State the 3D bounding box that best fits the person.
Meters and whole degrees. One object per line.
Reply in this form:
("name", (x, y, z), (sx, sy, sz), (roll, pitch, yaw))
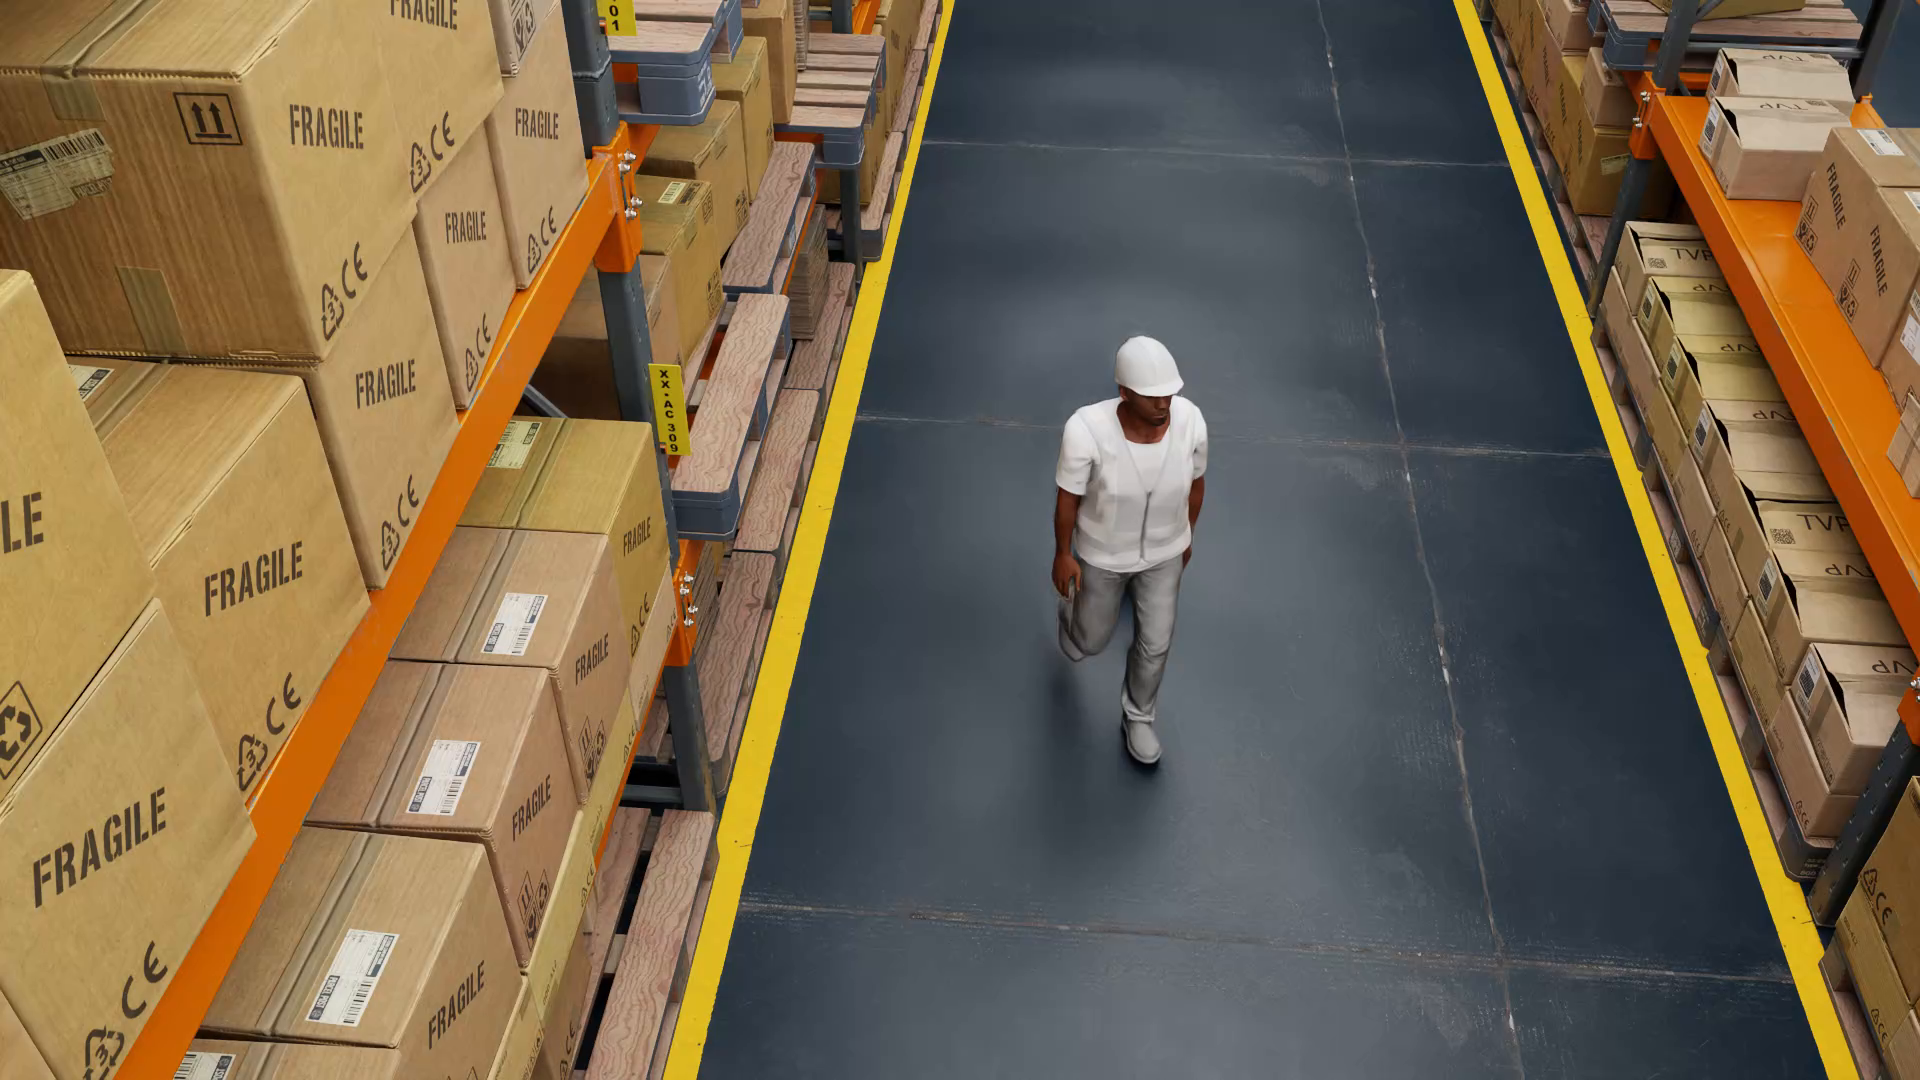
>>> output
("person", (0.608, -0.015, 6.137), (0.573, 1.750, 0.772), (-7, 40, -8))
